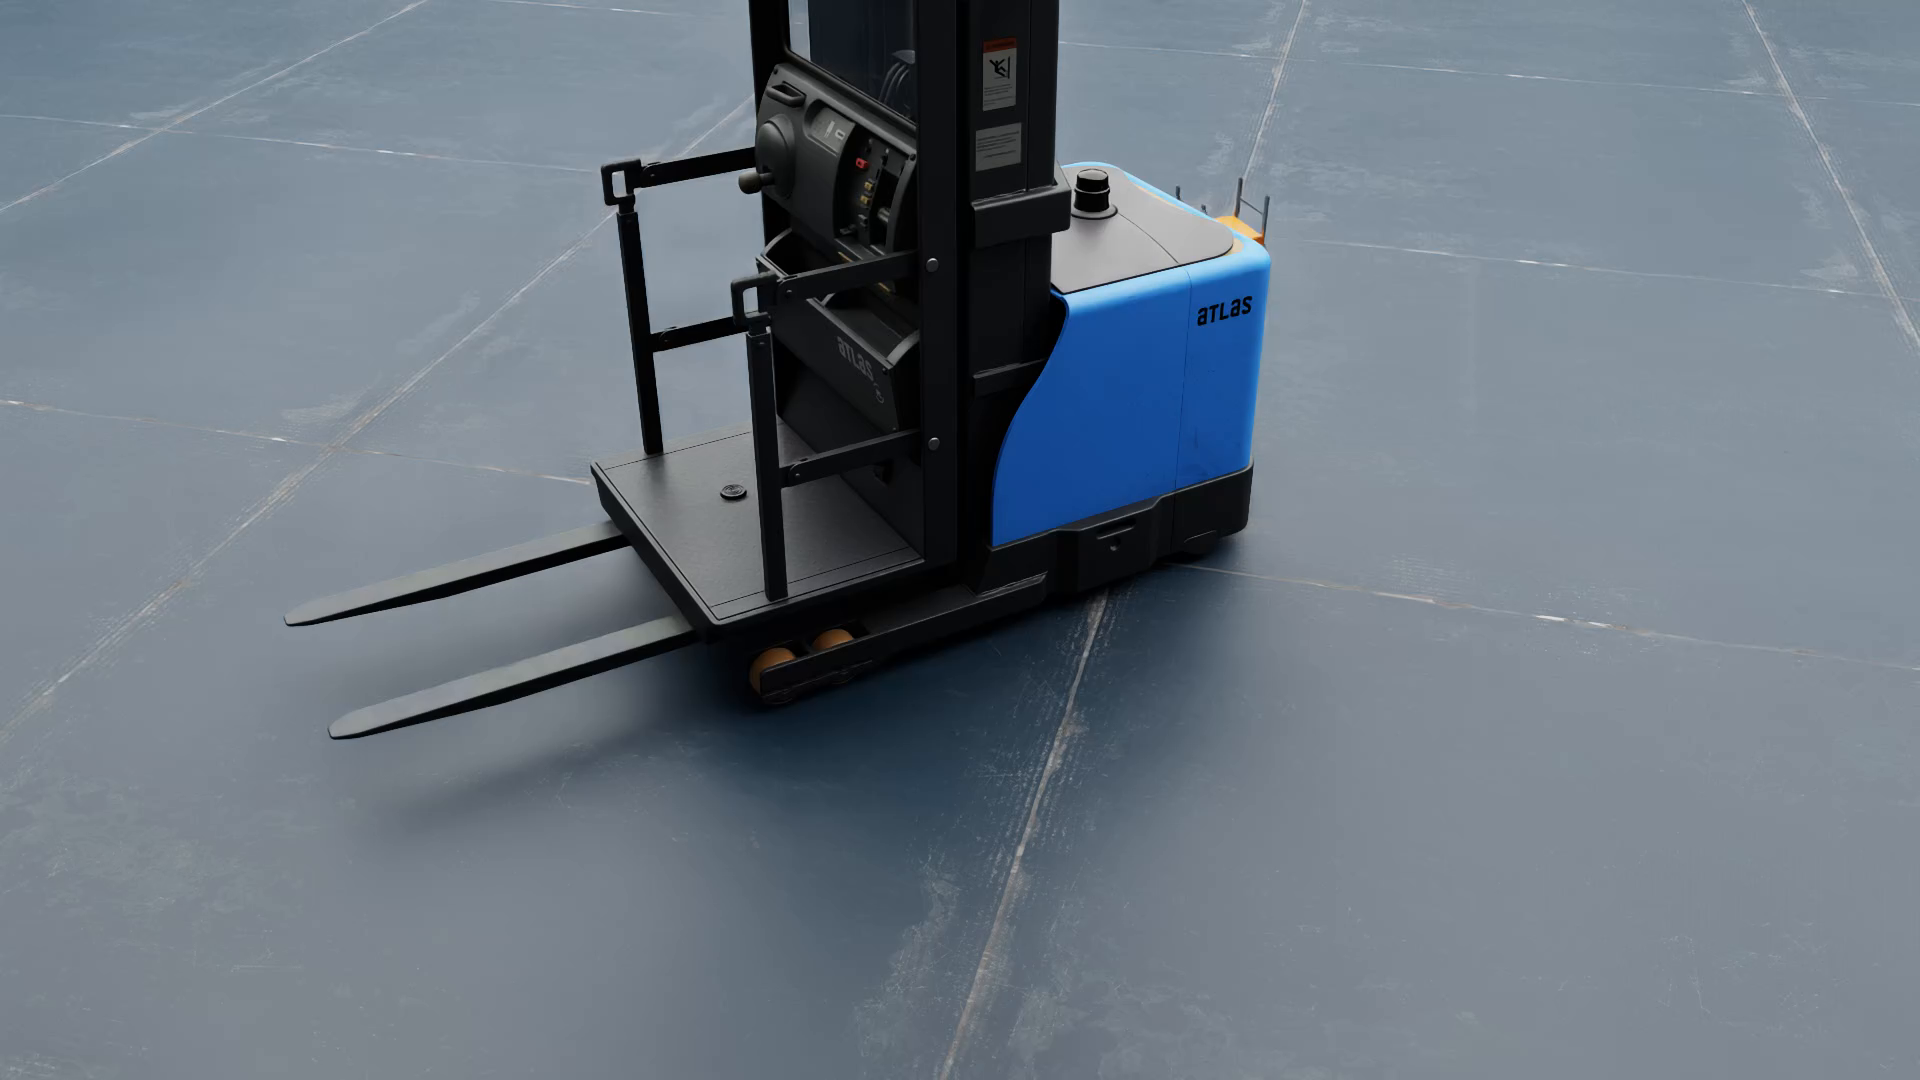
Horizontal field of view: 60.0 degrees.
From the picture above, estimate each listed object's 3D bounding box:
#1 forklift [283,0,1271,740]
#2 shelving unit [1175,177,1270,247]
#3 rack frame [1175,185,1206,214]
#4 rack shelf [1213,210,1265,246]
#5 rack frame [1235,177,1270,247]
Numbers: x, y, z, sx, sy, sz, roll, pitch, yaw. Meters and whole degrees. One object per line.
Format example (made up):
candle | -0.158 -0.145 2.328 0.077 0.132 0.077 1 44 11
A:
forklift | -0.547 -1.070 4.701 3.031 2.935 1.130 -17 36 -25
shelving unit | 0.886 -0.745 5.938 0.252 1.050 0.215 -11 34 -18
rack frame | 0.772 -0.722 5.900 0.008 1.050 0.200 -11 34 -18
rack shelf | 0.890 -0.975 5.792 0.240 0.259 0.215 -11 34 -18
rack frame | 1.000 -0.767 5.977 0.008 1.050 0.200 -11 34 -18
